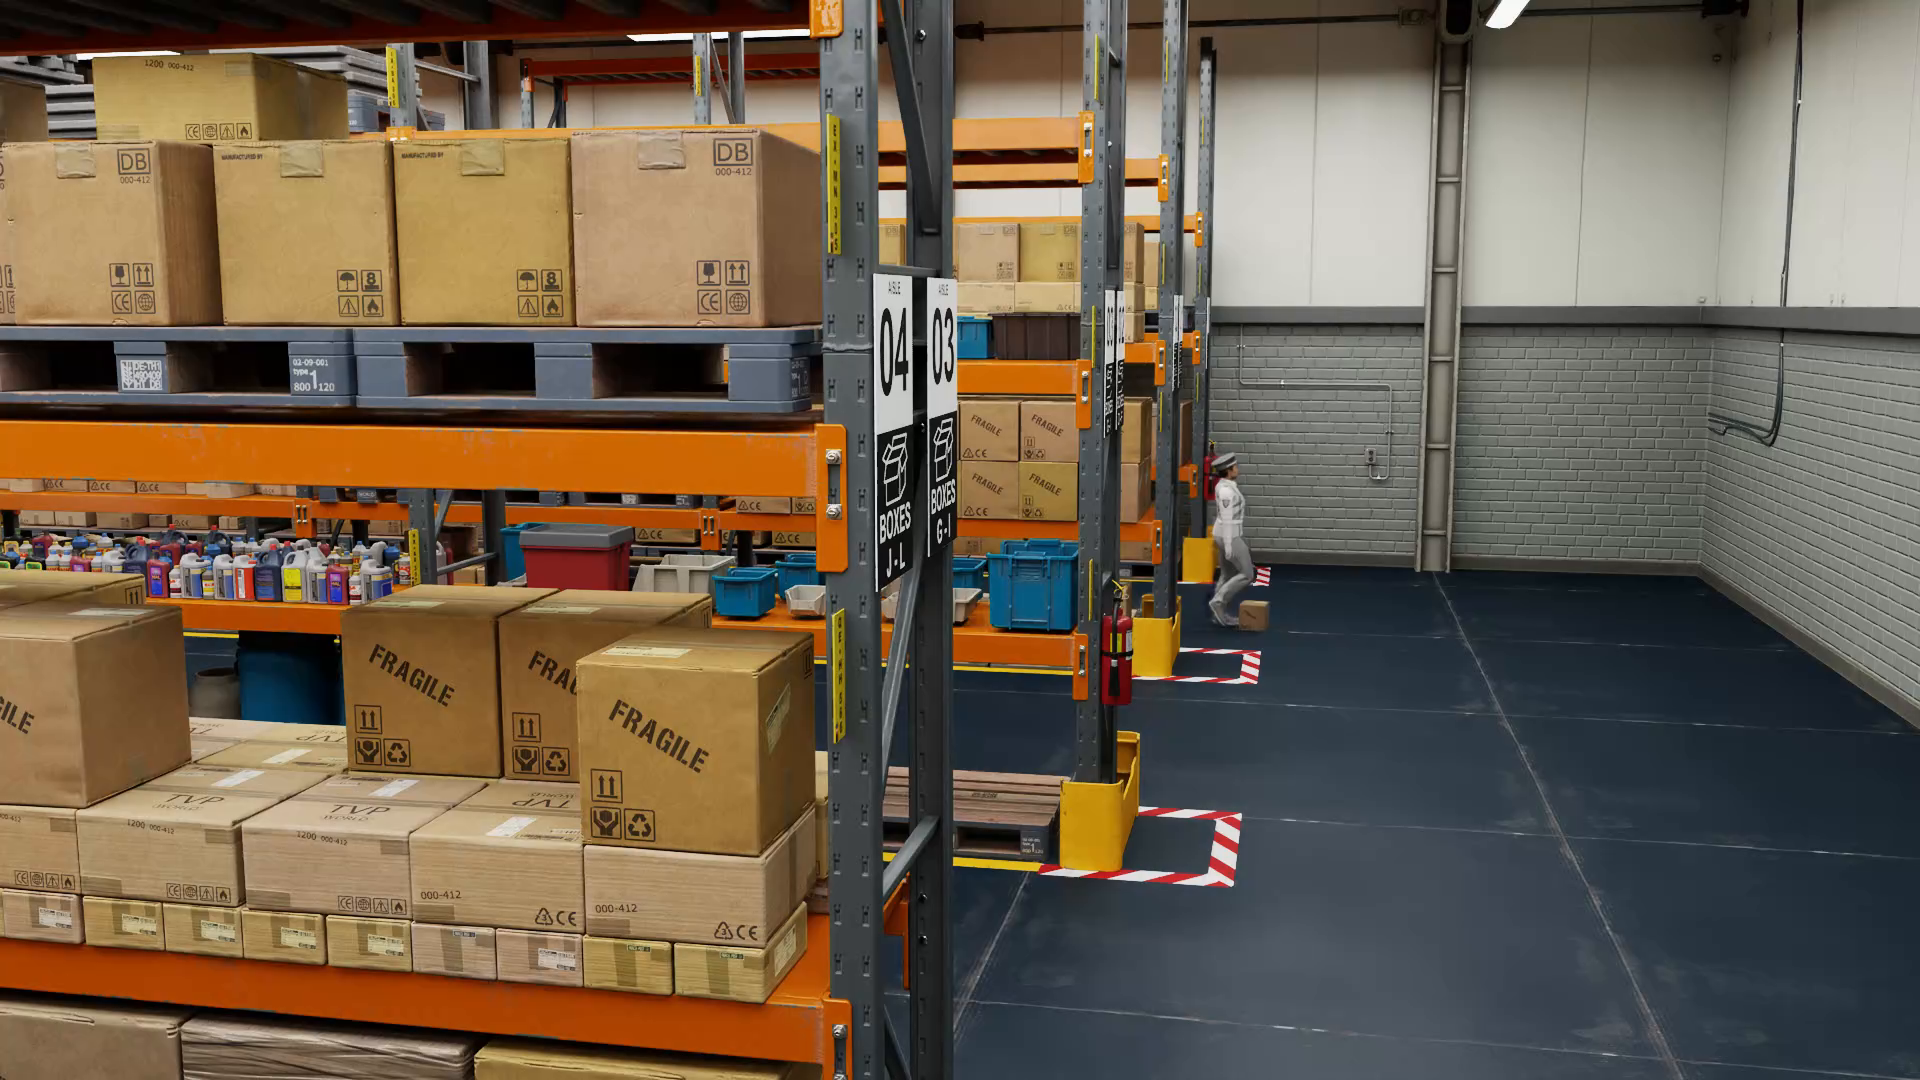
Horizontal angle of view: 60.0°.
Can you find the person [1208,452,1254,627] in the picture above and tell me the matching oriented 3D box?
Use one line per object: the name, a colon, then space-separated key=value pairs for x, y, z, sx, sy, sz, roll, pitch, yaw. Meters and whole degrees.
person: x=2.616 y=-0.007 z=16.080 sx=0.433 sy=1.686 sz=0.497 roll=0 pitch=8 yaw=2
